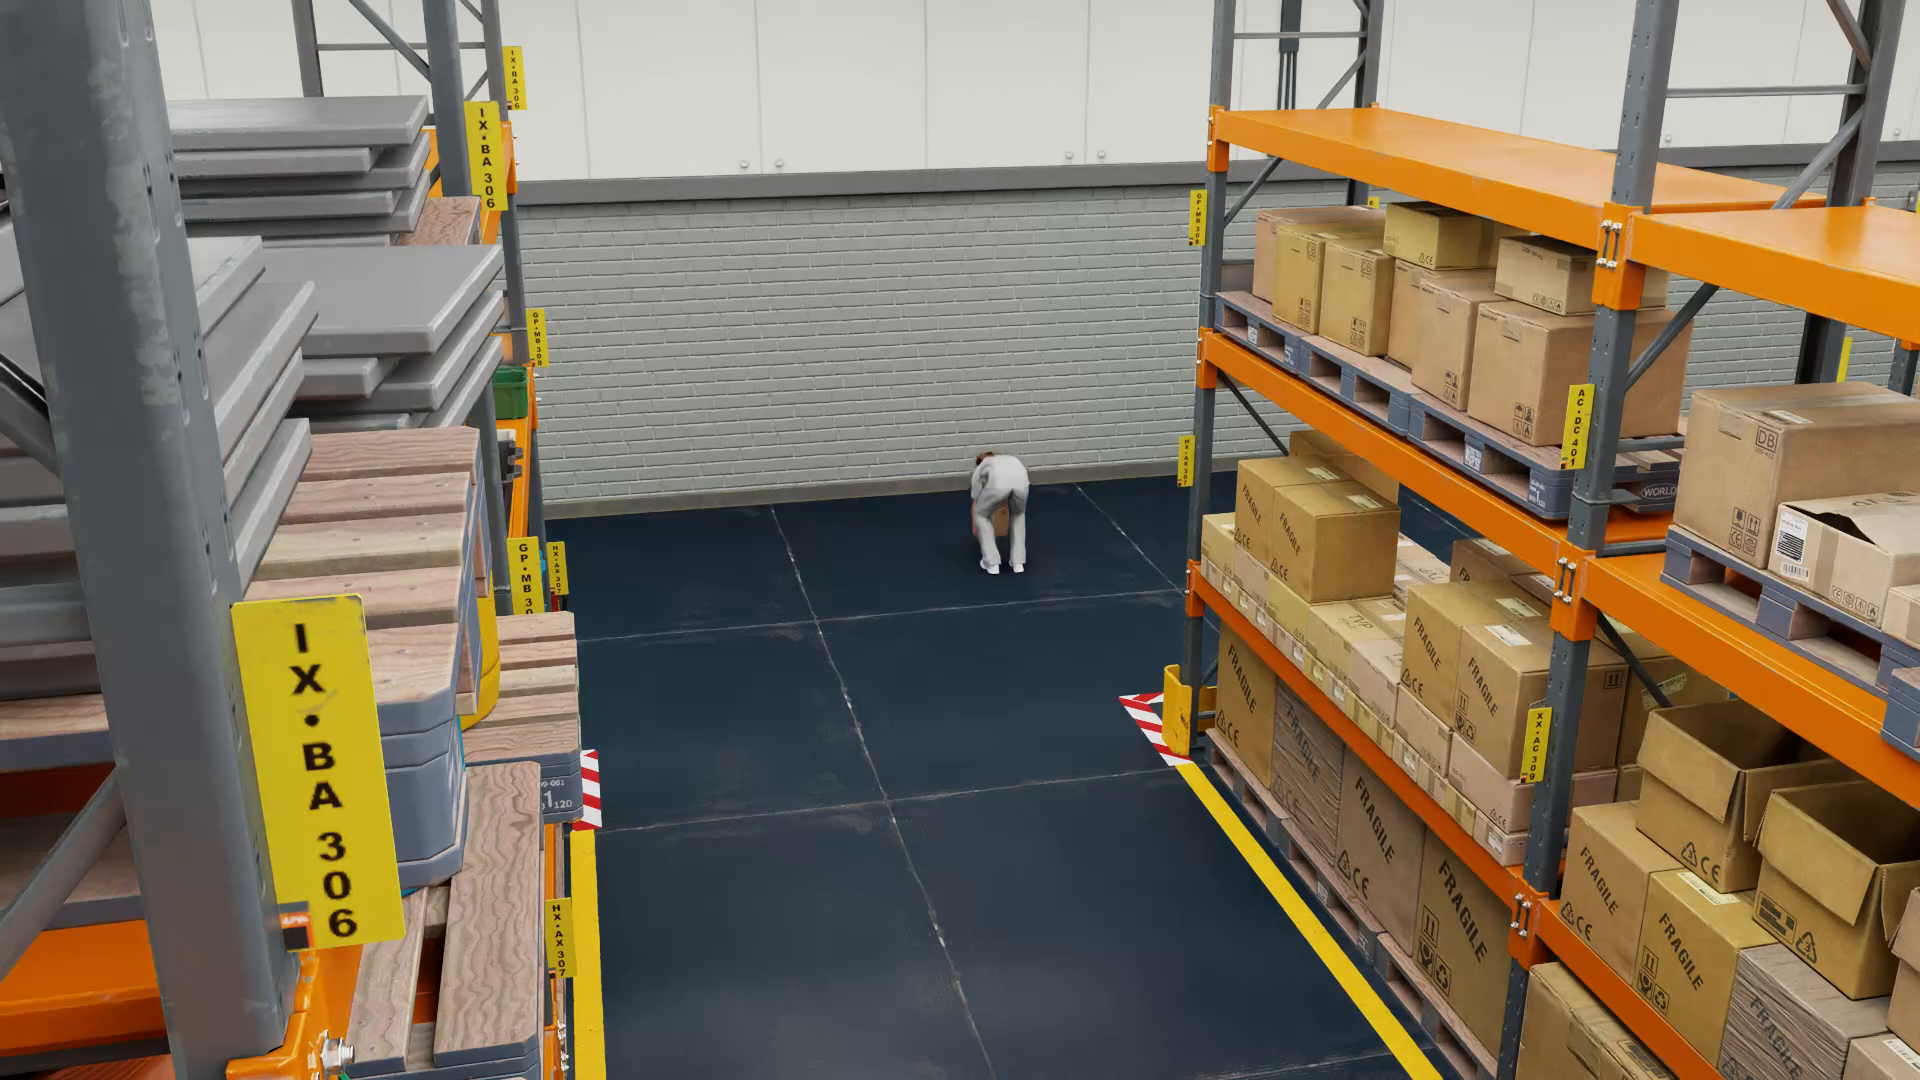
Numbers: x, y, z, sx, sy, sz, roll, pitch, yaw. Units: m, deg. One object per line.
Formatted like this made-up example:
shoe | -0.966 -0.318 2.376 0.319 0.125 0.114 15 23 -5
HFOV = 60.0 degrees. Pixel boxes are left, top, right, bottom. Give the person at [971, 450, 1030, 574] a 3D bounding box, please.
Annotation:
person | 0.316 -0.259 14.167 0.452 0.940 0.861 -5 20 -15
